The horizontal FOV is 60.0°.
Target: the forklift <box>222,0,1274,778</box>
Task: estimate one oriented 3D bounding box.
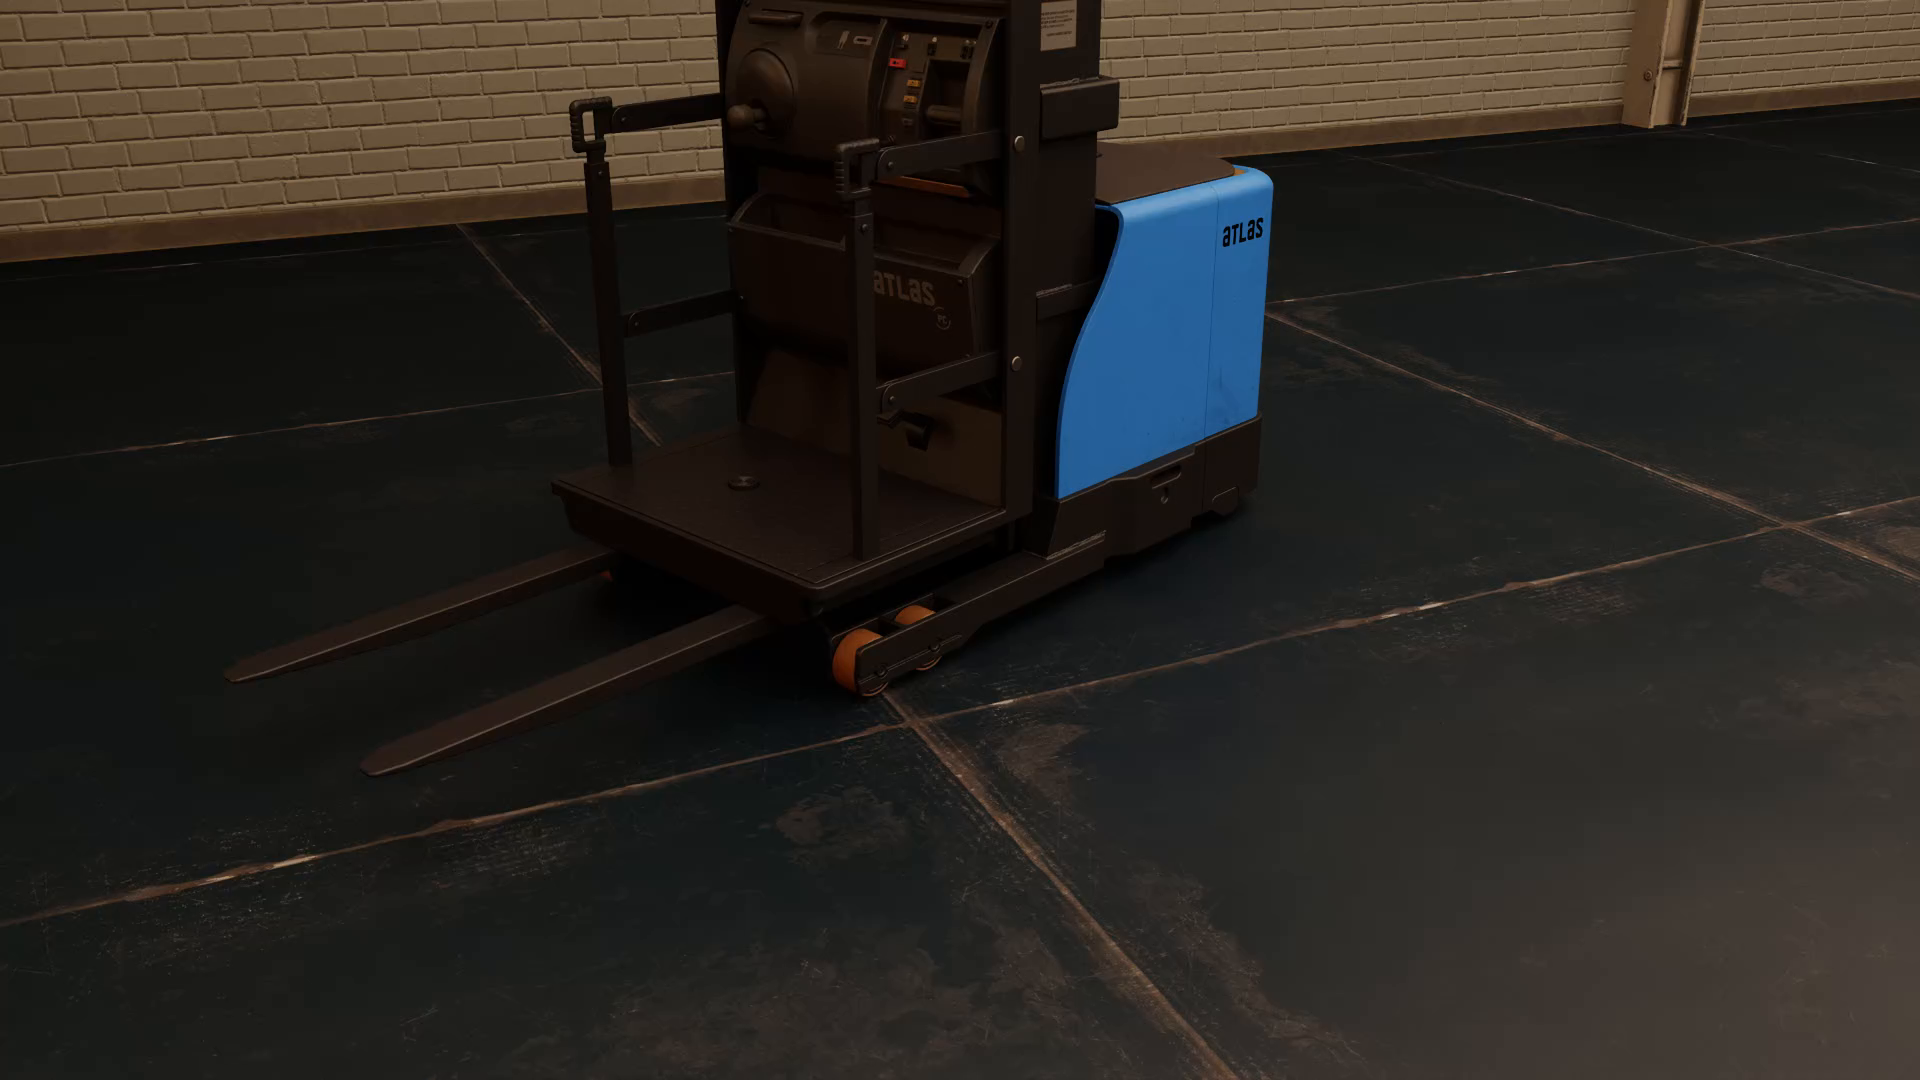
[{"bbox_3d":[-0.413,-1.182,4.131,1.130,2.935,3.031,19,29,39],"label":"forklift"}]
